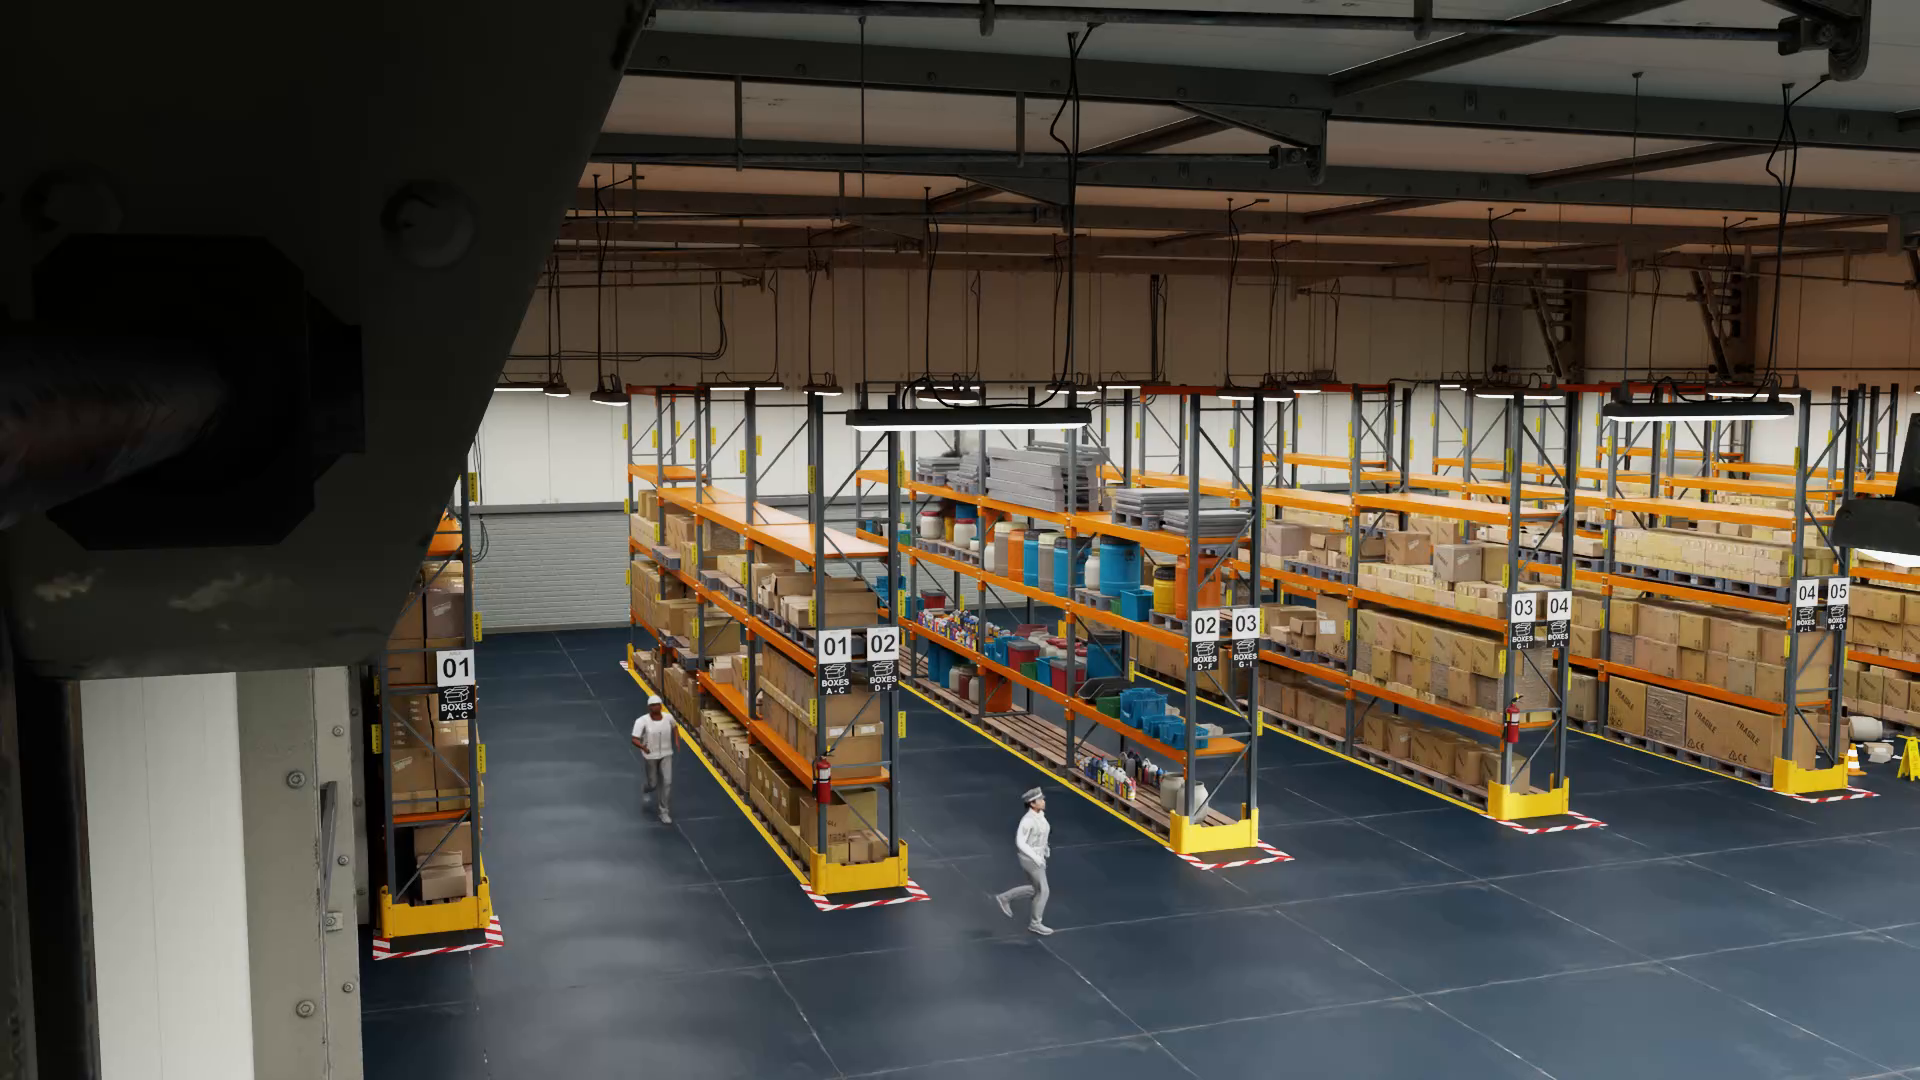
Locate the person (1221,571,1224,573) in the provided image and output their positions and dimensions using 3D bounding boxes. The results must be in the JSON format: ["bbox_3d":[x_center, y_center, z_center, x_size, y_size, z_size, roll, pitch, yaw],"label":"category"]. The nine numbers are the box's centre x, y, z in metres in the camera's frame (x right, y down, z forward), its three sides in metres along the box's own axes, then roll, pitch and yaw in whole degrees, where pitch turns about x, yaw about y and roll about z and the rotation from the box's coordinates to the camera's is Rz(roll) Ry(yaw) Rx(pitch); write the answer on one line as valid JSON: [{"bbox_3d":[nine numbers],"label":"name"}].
[{"bbox_3d":[6.053,1.523,38.990,0.612,1.579,0.515,0,6,3],"label":"person"}]

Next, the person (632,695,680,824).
[{"bbox_3d":[-4.266,3.052,23.476,0.712,1.754,0.932,-3,7,-25],"label":"person"}]

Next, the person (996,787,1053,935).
[{"bbox_3d":[0.733,3.581,18.697,0.660,1.691,0.621,2,6,17],"label":"person"}]
